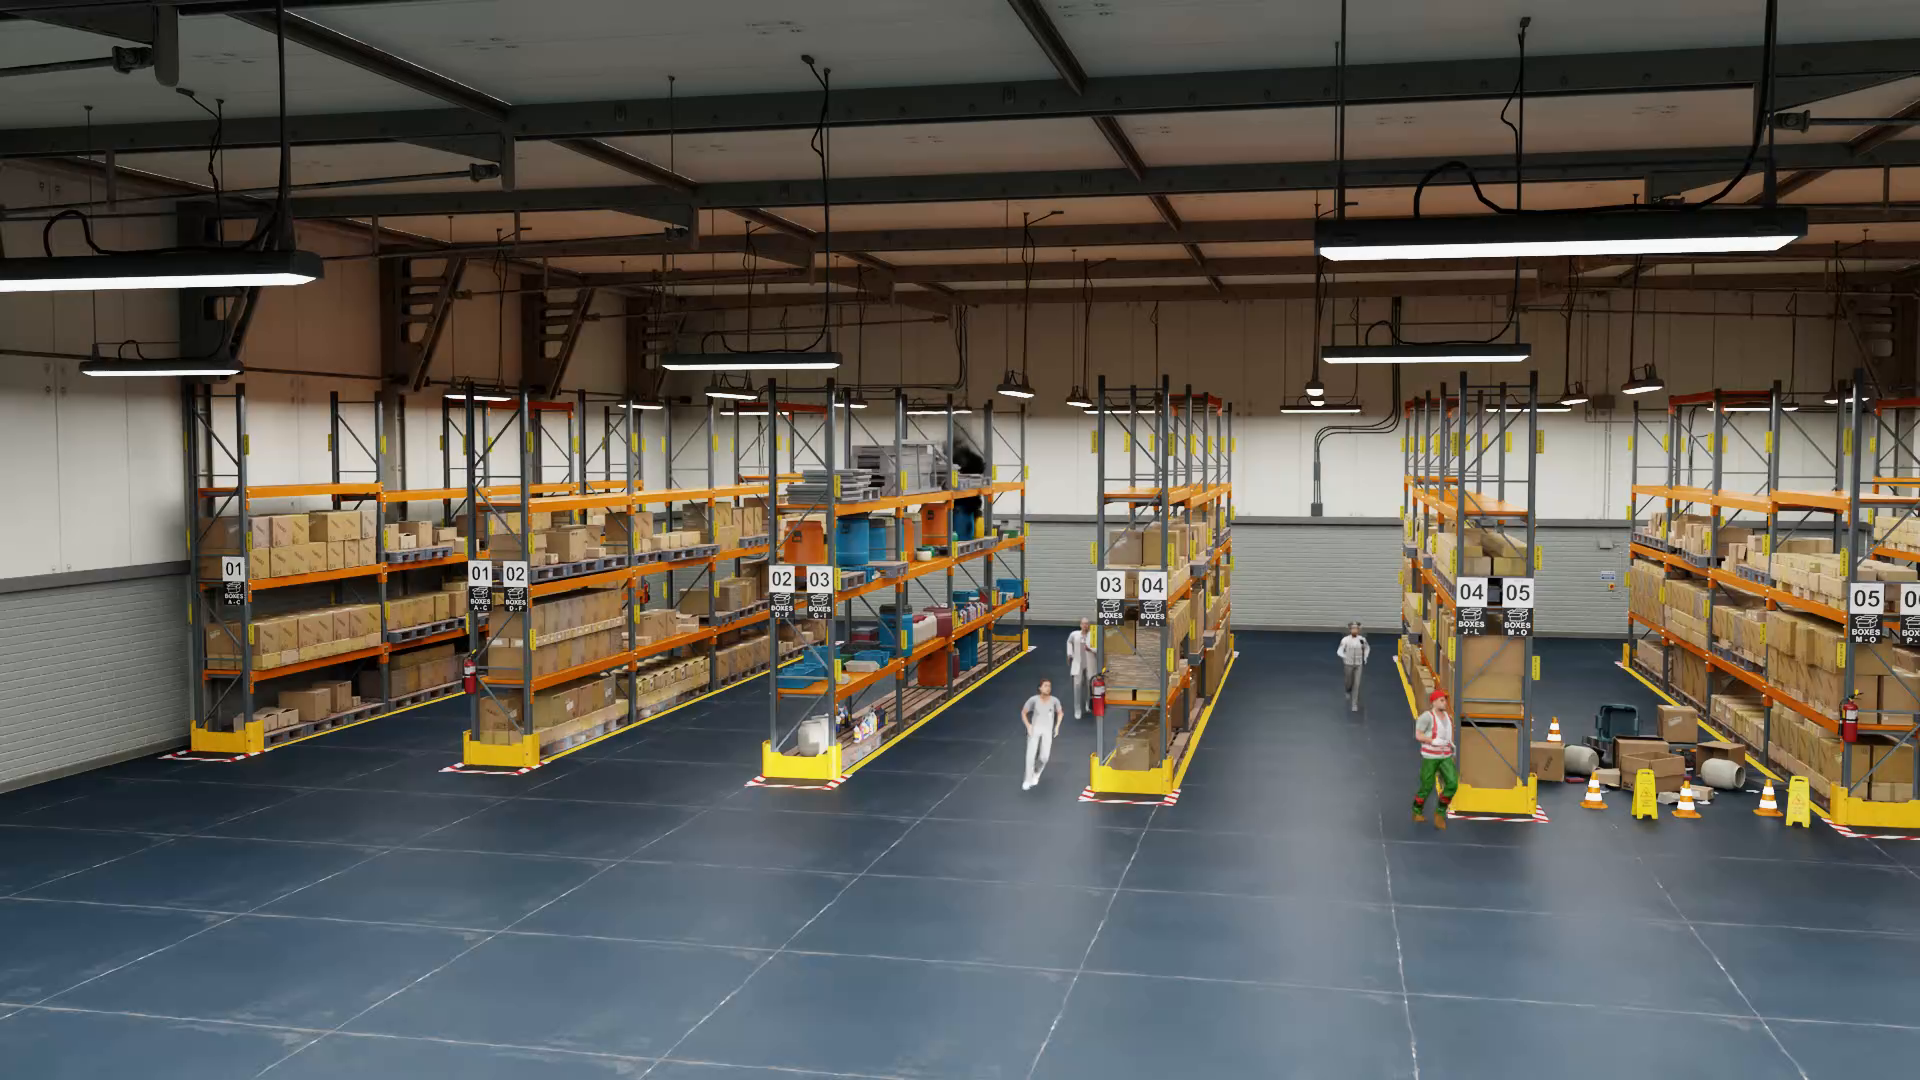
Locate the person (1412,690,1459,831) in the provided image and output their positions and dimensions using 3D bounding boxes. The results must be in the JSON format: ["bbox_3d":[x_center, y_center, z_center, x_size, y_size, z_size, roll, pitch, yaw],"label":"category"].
[{"bbox_3d":[6.250,2.866,21.758,0.678,1.807,0.658,-1,3,-20],"label":"person"}]

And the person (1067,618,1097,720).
[{"bbox_3d":[2.297,2.349,30.695,0.677,1.837,0.903,0,3,8],"label":"person"}]

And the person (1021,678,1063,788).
[{"bbox_3d":[1.195,2.814,24.151,0.621,1.616,0.537,0,3,-1],"label":"person"}]

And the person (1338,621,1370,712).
[{"bbox_3d":[7.433,2.360,31.347,0.618,1.669,0.890,0,3,7],"label":"person"}]
